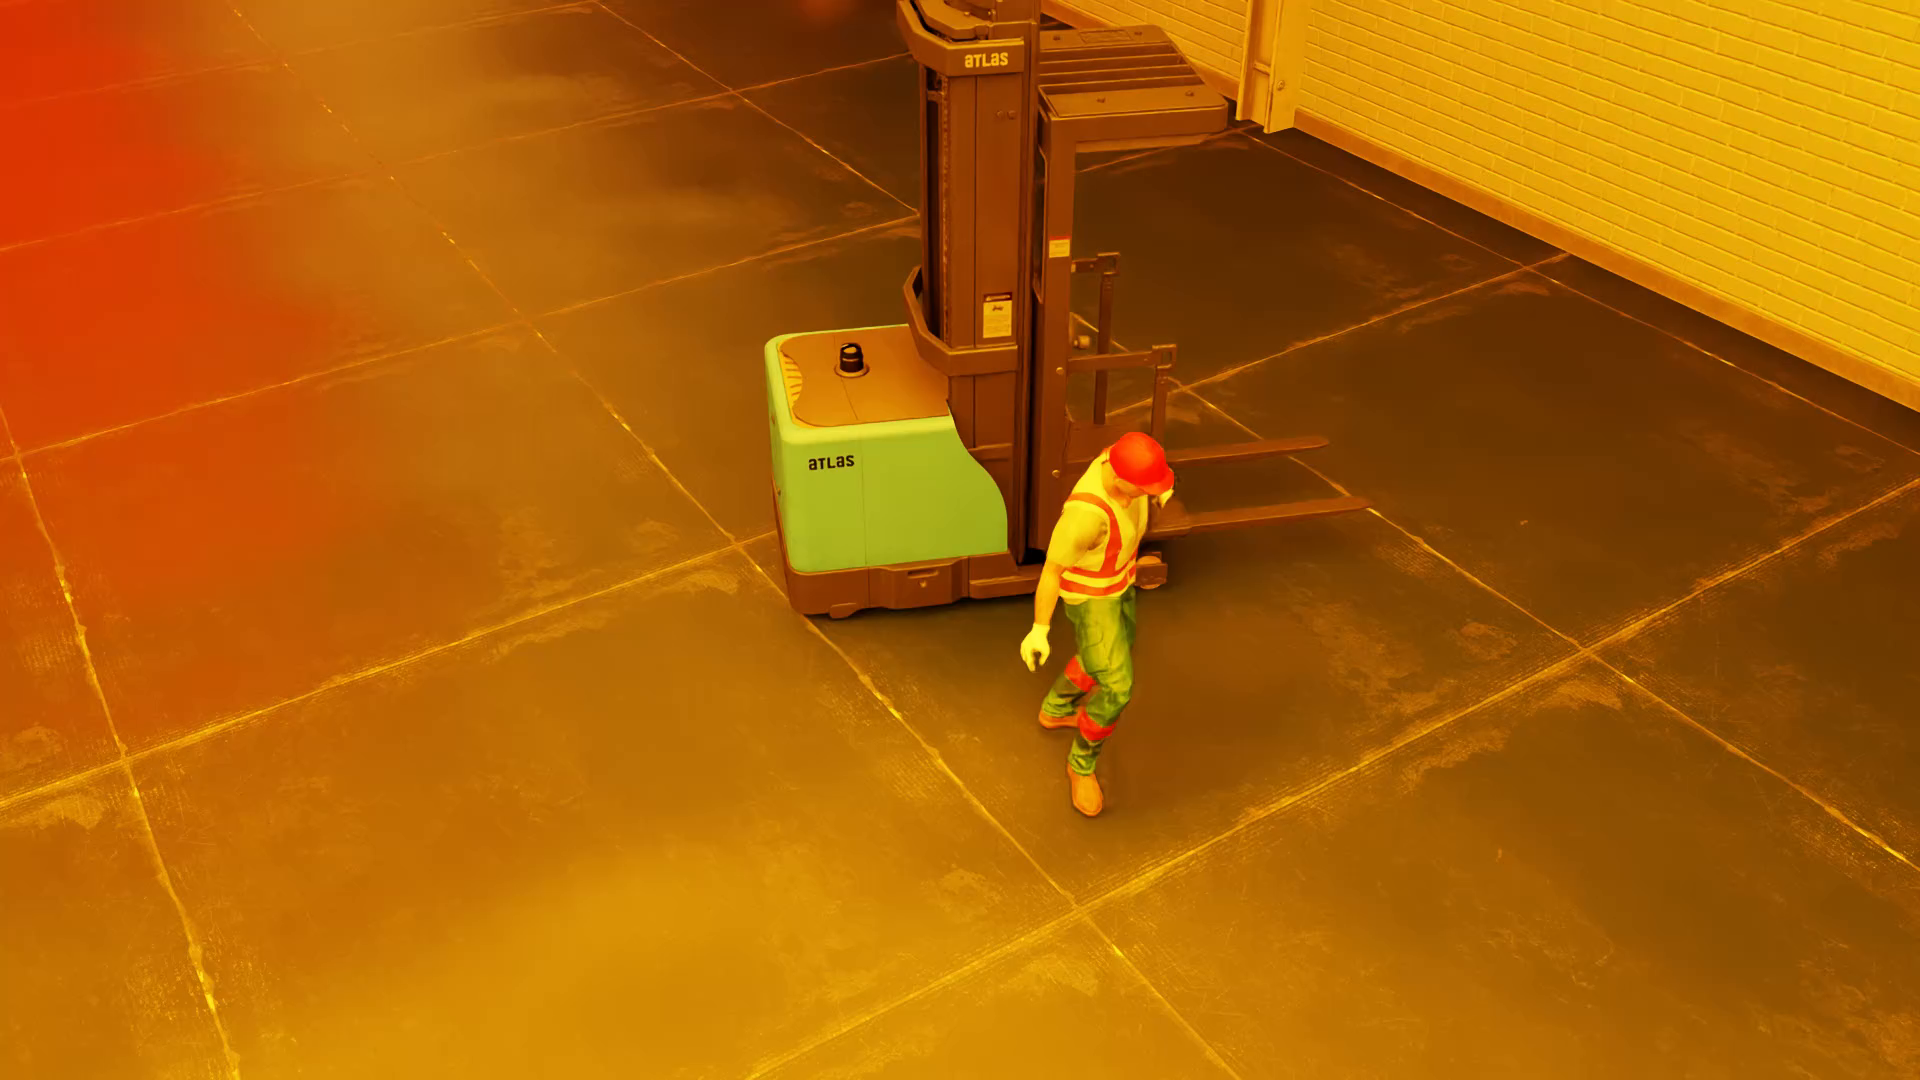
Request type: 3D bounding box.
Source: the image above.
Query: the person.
[{"bbox_3d":[0.630,0.191,6.998,0.560,1.704,1.145,16,38,21],"label":"person"}]

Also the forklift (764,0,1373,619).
[{"bbox_3d":[0.581,-1.226,7.892,3.031,2.935,1.130,-6,36,-9],"label":"forklift"}]
